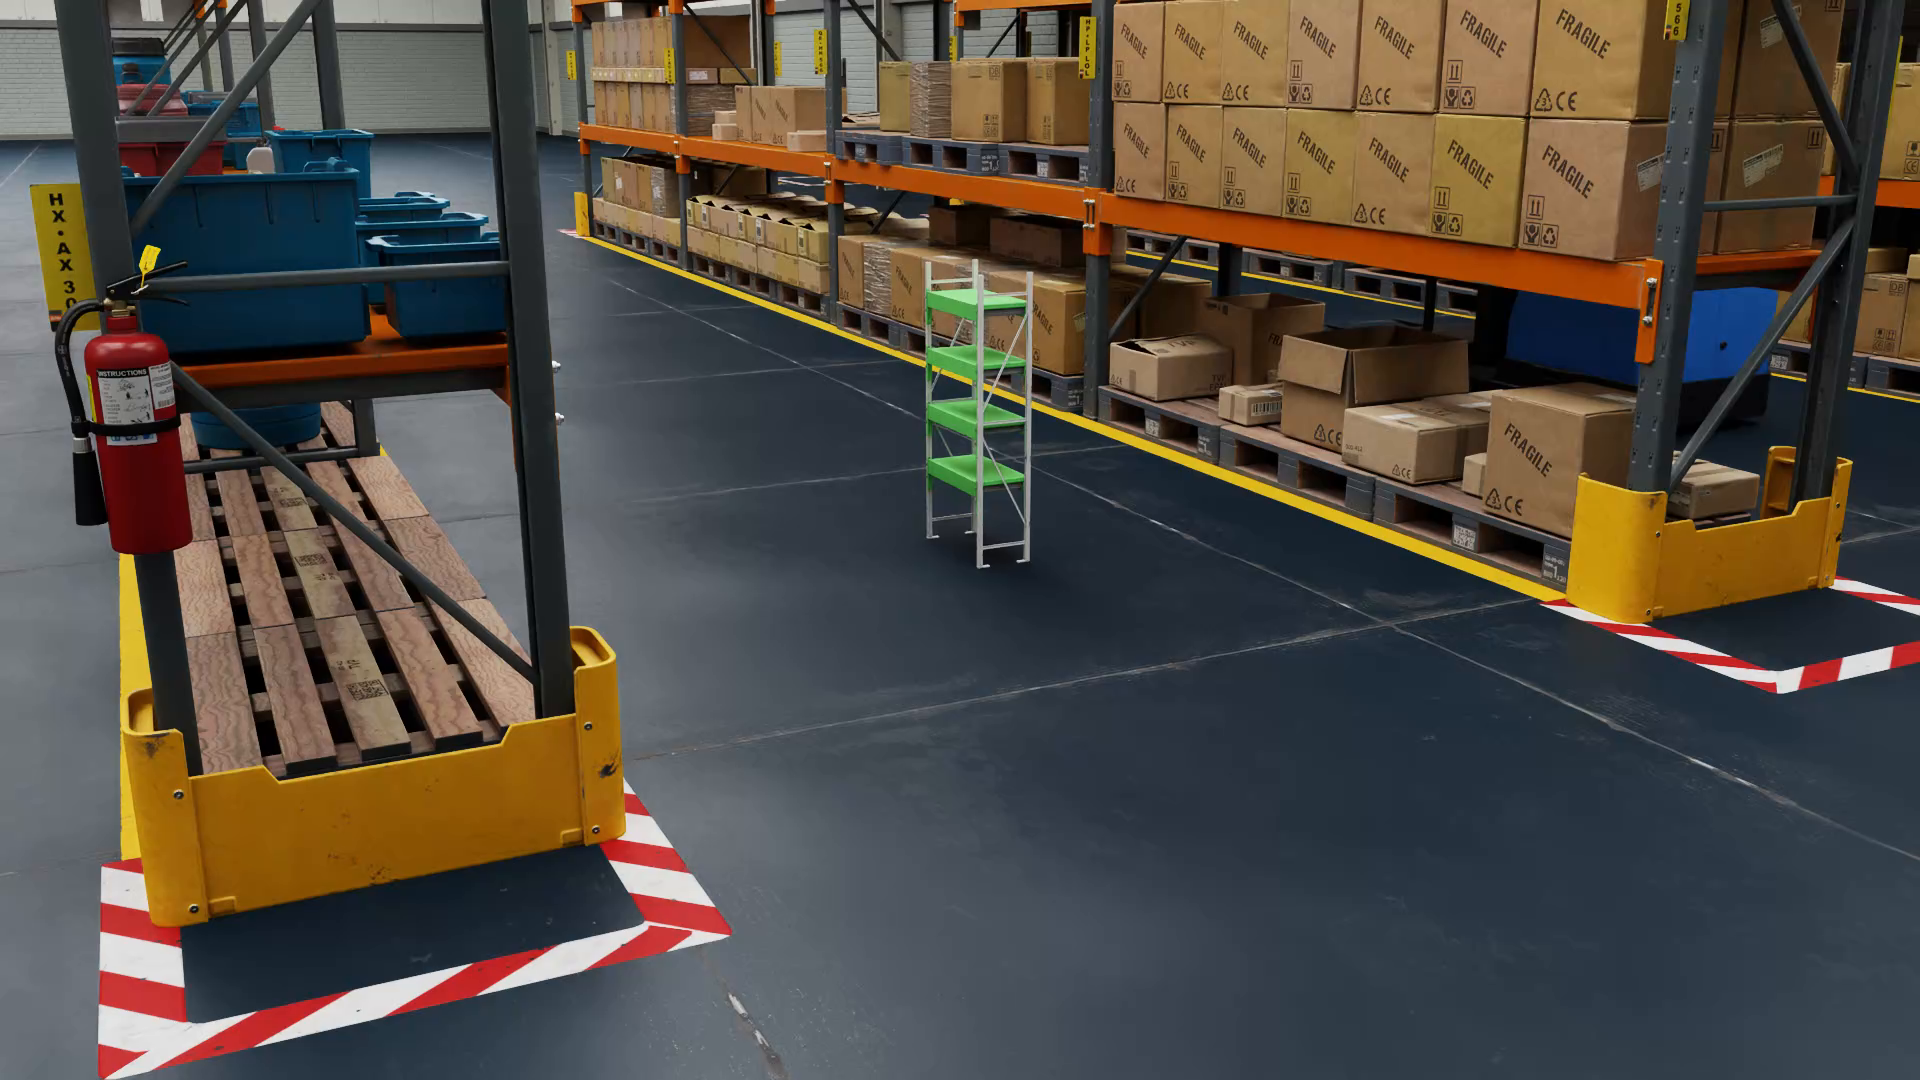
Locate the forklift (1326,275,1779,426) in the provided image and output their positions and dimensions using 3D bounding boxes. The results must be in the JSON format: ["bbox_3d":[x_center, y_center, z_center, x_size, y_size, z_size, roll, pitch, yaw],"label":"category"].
[{"bbox_3d":[3.526,-2.374,10.210,1.130,2.935,3.031,-7,18,-24],"label":"forklift"}]

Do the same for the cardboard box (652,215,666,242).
[{"bbox_3d":[-2.918,-3.287,17.491,0.500,0.250,0.500,-8,18,-25],"label":"cardboard box"}]

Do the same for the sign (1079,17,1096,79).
[{"bbox_3d":[0.700,-2.698,9.116,0.100,0.325,0.005,-8,18,-25],"label":"sign"}]

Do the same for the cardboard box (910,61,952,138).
[{"bbox_3d":[0.051,-3.059,11.530,0.700,0.500,0.500,-4,17,-14],"label":"cardboard box"}]

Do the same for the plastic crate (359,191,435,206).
[{"bbox_3d":[-2.026,-1.070,5.738,0.416,0.233,0.300,-8,18,-25],"label":"plastic crate"}]

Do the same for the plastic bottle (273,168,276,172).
[{"bbox_3d":[-3.382,-1.748,8.265,0.097,0.201,0.097,0,16,0],"label":"plastic bottle"}]

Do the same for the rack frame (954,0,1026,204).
[{"bbox_3d":[0.391,-5.785,21.970,1.000,3.000,0.127,-8,18,-25],"label":"rack frame"}]

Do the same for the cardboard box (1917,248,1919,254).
[{"bbox_3d":[6.347,-1.788,10.637,0.380,0.149,0.250,-8,18,-27],"label":"cardboard box"}]

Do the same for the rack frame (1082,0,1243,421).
[{"bbox_3d":[1.197,-2.210,9.513,1.000,3.000,0.127,-8,18,-25],"label":"rack frame"}]

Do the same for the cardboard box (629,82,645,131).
[{"bbox_3d":[-3.187,-4.732,18.122,0.700,0.500,0.500,-7,17,-23],"label":"cardboard box"}]

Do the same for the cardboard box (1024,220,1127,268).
[{"bbox_3d":[0.766,-1.977,11.078,0.500,0.250,0.500,-8,18,-25],"label":"cardboard box"}]

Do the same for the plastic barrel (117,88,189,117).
[{"bbox_3d":[-5.485,-2.748,11.141,0.600,0.536,0.708,-8,18,-25],"label":"plastic barrel"}]

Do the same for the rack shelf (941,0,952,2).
[{"bbox_3d":[0.321,-3.802,10.926,1.077,0.370,4.000,-8,18,-25],"label":"rack shelf"}]

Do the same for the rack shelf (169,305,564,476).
[{"bbox_3d":[-2.381,-0.770,5.801,1.077,0.370,4.000,-8,18,-25],"label":"rack shelf"}]

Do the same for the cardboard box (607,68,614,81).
[{"bbox_3d":[-3.747,-5.232,18.686,0.380,0.149,0.250,-8,18,-26],"label":"cardboard box"}]

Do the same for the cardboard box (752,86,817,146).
[{"bbox_3d":[-1.536,-3.794,14.853,0.500,0.500,0.500,-8,18,-25],"label":"cardboard box"}]

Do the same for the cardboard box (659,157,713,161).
[{"bbox_3d":[-3.106,-4.083,18.903,0.500,0.500,0.500,-8,18,-25],"label":"cardboard box"}]

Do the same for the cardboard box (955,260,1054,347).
[{"bbox_3d":[0.295,-1.555,10.967,0.500,0.500,0.500,-7,18,-24],"label":"cardboard box"}]

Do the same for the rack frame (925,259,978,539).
[{"bbox_3d":[-0.034,-0.596,7.153,0.240,1.200,0.015,-8,18,-25],"label":"rack frame"}]

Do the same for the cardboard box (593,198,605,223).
[{"bbox_3d":[-4.025,-3.905,19.646,0.500,0.250,0.500,-8,18,-25],"label":"cardboard box"}]

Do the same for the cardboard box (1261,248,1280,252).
[{"bbox_3d":[3.412,-3.125,16.436,0.700,0.500,0.500,-8,18,-25],"label":"cardboard box"}]

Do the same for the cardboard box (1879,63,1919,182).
[{"bbox_3d":[6.186,-2.635,10.452,0.980,0.700,0.700,-8,18,-26],"label":"cardboard box"}]

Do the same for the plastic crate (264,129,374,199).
[{"bbox_3d":[-2.746,-1.559,7.164,0.392,0.384,0.575,-8,18,-25],"label":"plastic crate"}]

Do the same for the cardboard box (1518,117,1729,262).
[{"bbox_3d":[2.508,-1.344,6.315,0.500,0.500,0.500,-7,17,-23],"label":"cardboard box"}]

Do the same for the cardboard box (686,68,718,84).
[{"bbox_3d":[-2.620,-4.595,16.467,0.380,0.149,0.250,-8,18,-25],"label":"cardboard box"}]

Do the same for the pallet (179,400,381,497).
[{"bbox_3d":[-3.558,-0.468,8.499,1.003,0.211,1.213,-8,18,-25],"label":"pallet"}]

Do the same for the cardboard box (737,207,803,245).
[{"bbox_3d":[-1.676,-2.829,14.879,0.500,0.311,0.500,-7,17,-23],"label":"cardboard box"}]

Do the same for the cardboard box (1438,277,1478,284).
[{"bbox_3d":[4.478,-2.553,13.846,0.750,0.750,0.750,-8,18,-25],"label":"cardboard box"}]

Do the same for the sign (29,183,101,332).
[{"bbox_3d":[-1.992,-0.628,3.706,0.100,0.325,0.005,-8,18,-25],"label":"sign"}]

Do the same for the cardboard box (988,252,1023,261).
[{"bbox_3d":[0.527,-1.750,11.646,0.500,0.500,0.500,-8,18,-27],"label":"cardboard box"}]

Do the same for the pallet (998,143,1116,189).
[{"bbox_3d":[0.945,-2.329,10.276,1.003,0.211,1.213,-8,18,-25],"label":"pallet"}]

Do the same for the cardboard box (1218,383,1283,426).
[{"bbox_3d":[1.574,-0.716,8.646,0.380,0.166,0.250,-8,18,-25],"label":"cardboard box"}]

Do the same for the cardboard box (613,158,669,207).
[{"bbox_3d":[-3.574,-4.020,18.684,0.500,0.500,0.500,-8,18,-25],"label":"cardboard box"}]

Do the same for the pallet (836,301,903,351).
[{"bbox_3d":[-0.262,-1.671,12.692,1.003,0.211,1.213,-8,18,-25],"label":"pallet"}]

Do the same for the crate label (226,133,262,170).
[{"bbox_3d":[-4.857,-2.673,11.431,0.303,0.233,0.416,-8,18,-25],"label":"crate label"}]

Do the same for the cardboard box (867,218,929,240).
[{"bbox_3d":[-0.521,-2.517,13.789,0.500,0.311,0.500,-7,17,-23],"label":"cardboard box"}]

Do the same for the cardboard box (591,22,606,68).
[{"bbox_3d":[-3.844,-5.726,19.234,0.700,0.500,0.500,-8,18,-25],"label":"cardboard box"}]

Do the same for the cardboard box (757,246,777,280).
[{"bbox_3d":[-1.452,-2.435,14.522,0.500,0.250,0.500,-7,18,-24],"label":"cardboard box"}]

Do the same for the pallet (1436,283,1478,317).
[{"bbox_3d":[4.704,-1.954,13.677,1.003,0.211,1.213,-8,18,-25],"label":"pallet"}]

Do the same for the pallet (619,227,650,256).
[{"bbox_3d":[-3.157,-3.358,18.570,1.003,0.211,1.213,-8,18,-25],"label":"pallet"}]

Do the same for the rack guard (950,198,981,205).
[{"bbox_3d":[0.424,-4.564,22.250,1.175,0.500,0.348,-8,18,-25],"label":"rack guard"}]

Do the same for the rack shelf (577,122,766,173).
[{"bbox_3d":[-3.184,-4.343,18.252,1.077,0.370,4.000,-8,18,-25],"label":"rack shelf"}]

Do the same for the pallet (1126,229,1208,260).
[{"bbox_3d":[2.486,-3.260,18.227,1.003,0.211,1.213,-8,18,-25],"label":"pallet"}]

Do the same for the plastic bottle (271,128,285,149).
[{"bbox_3d":[-3.777,-2.125,9.306,0.144,0.351,0.185,-8,18,-25],"label":"plastic bottle"}]

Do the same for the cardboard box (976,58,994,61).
[{"bbox_3d":[0.538,-5.804,20.915,0.500,0.500,0.500,-8,18,-25],"label":"cardboard box"}]

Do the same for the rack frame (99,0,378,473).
[{"bbox_3d":[-3.257,-1.612,7.430,1.000,3.000,0.127,-8,18,-25],"label":"rack frame"}]

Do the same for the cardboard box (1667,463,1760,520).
[{"bbox_3d":[3.075,-0.204,6.895,0.380,0.149,0.250,-8,18,-25],"label":"cardboard box"}]

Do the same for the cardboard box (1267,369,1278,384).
[{"bbox_3d":[1.920,-0.858,9.174,0.380,0.149,0.250,-8,18,-25],"label":"cardboard box"}]

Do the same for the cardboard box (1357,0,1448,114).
[{"bbox_3d":[2.054,-2.077,7.056,0.500,0.500,0.500,-7,17,-23],"label":"cardboard box"}]

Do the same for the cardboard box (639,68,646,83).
[{"bbox_3d":[-3.174,-4.910,17.564,0.380,0.149,0.250,-7,17,-23],"label":"cardboard box"}]

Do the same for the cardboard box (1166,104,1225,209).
[{"bbox_3d":[1.402,-1.972,8.503,0.500,0.500,0.500,-7,18,-24],"label":"cardboard box"}]

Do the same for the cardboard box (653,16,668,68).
[{"bbox_3d":[-2.730,-5.099,17.049,0.700,0.500,0.500,-8,18,-25],"label":"cardboard box"}]

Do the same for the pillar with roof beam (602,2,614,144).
[{"bbox_3d":[-12.909,-14.030,39.827,9.100,9.000,0.400,-8,18,-25],"label":"pillar with roof beam"}]

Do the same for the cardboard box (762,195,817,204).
[{"bbox_3d":[-1.639,-3.149,15.993,0.500,0.311,0.500,-7,17,-23],"label":"cardboard box"}]

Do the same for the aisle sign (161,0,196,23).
[{"bbox_3d":[-8.279,-5.891,17.627,0.394,0.787,0.004,-8,18,-25],"label":"aisle sign"}]

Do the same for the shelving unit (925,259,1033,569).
[{"bbox_3d":[0.073,-0.536,6.942,0.258,1.200,0.503,-8,18,-25],"label":"shelving unit"}]
